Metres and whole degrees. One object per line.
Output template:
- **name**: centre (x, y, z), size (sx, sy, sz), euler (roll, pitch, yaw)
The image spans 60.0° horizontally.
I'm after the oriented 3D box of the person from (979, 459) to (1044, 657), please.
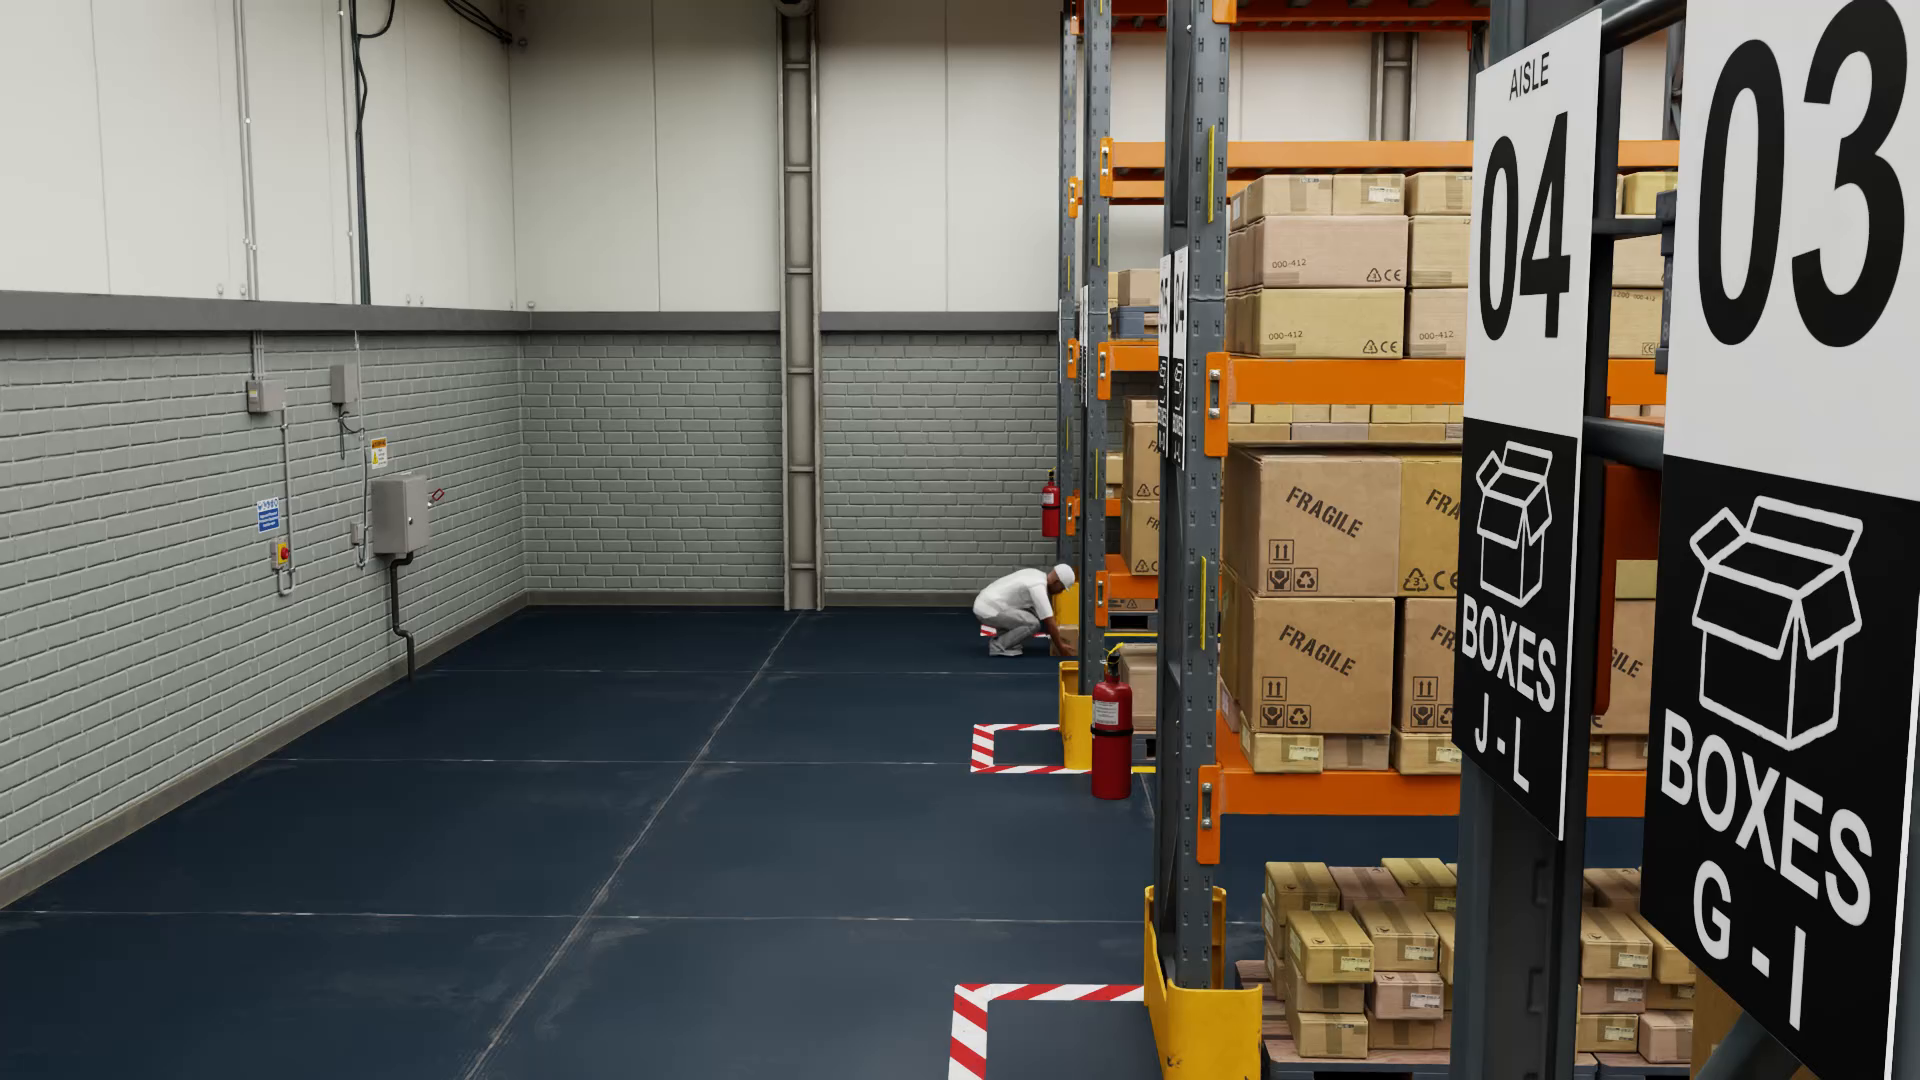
- **person**: centre (0.464, 0.155, 14.976), size (0.587, 1.758, 0.502), euler (0, 7, 2)
